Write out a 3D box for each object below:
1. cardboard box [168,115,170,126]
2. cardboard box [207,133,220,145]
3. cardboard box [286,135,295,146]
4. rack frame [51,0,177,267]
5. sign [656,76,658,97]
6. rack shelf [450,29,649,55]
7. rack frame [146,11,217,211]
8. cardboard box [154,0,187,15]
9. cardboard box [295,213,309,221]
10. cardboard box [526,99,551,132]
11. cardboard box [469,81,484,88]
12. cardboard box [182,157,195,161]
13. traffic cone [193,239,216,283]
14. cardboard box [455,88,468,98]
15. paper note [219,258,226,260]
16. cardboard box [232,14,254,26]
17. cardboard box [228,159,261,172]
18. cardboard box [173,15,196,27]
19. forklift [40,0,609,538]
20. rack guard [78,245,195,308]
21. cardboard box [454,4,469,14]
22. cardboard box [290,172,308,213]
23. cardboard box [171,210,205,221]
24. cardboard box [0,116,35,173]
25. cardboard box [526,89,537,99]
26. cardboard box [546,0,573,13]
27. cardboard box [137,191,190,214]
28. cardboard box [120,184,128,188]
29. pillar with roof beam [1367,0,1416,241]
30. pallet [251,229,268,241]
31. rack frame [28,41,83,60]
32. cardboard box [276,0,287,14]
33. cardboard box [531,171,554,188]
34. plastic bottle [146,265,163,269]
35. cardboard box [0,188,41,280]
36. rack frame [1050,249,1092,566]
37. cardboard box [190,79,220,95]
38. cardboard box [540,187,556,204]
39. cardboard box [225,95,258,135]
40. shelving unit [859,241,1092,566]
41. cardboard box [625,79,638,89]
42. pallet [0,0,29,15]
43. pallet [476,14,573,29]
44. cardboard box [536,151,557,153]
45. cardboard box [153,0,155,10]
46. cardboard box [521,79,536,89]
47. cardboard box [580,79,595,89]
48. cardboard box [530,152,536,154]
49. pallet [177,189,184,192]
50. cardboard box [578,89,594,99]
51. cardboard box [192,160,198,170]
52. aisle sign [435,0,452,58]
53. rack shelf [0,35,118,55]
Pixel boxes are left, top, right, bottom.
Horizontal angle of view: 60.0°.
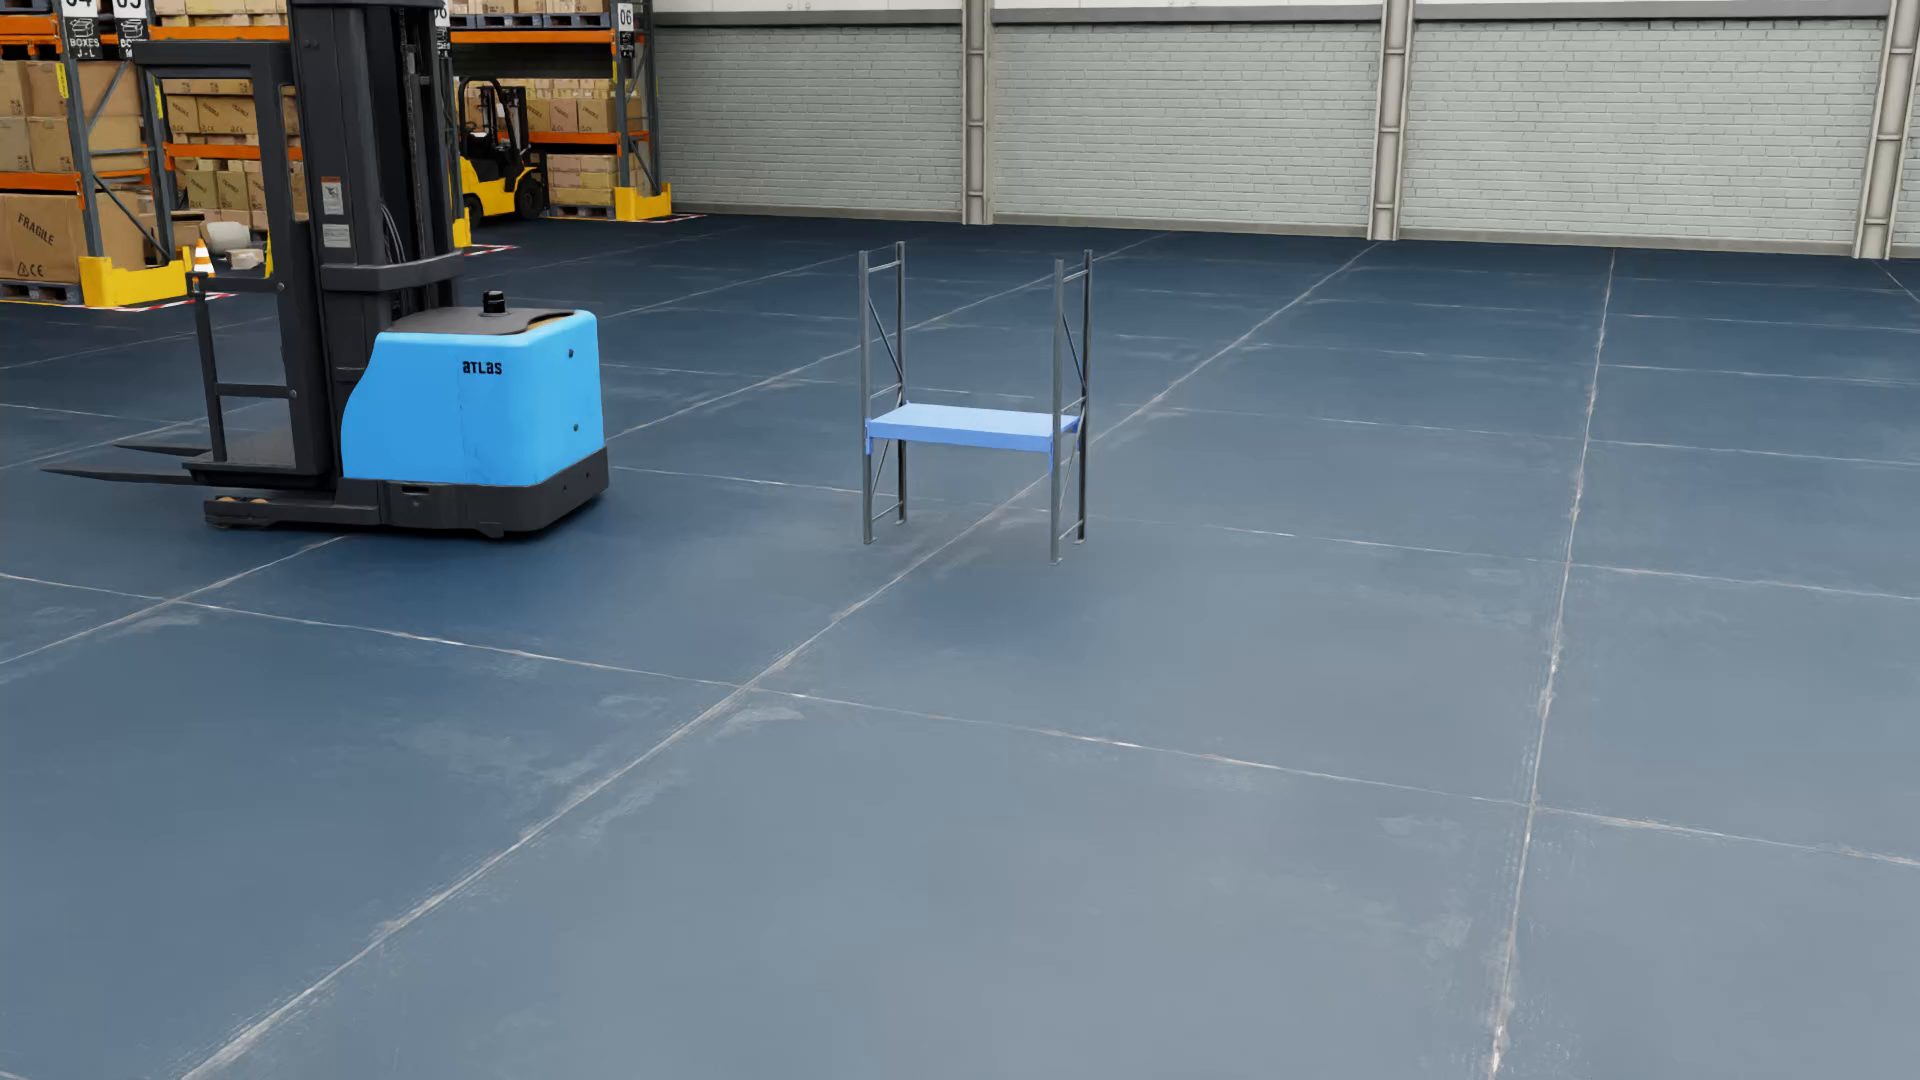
[{"bbox_3d":[-10.930,-5.866,23.198,0.250,0.149,0.380,7,17,21],"label":"cardboard box"},{"bbox_3d":[-9.844,-5.379,22.273,0.250,0.149,0.380,6,17,20],"label":"cardboard box"},{"bbox_3d":[-8.652,-5.261,21.867,0.250,0.149,0.380,6,17,21],"label":"cardboard box"},{"bbox_3d":[-8.533,-3.944,16.878,0.127,3.000,1.000,6,17,21],"label":"rack frame"},{"bbox_3d":[-4.784,-7.123,26.133,0.005,0.325,0.100,6,17,21],"label":"sign"},{"bbox_3d":[-6.854,-7.825,26.158,4.000,0.370,1.077,6,17,21],"label":"rack shelf"},{"bbox_3d":[-10.532,-5.647,22.745,0.127,3.000,1.000,6,17,21],"label":"rack frame"},{"bbox_3d":[-10.223,-7.042,21.906,0.500,0.250,0.500,6,17,19],"label":"cardboard box"},{"bbox_3d":[-8.630,-4.239,22.074,0.500,0.250,0.500,6,17,19],"label":"cardboard box"},{"bbox_3d":[-6.503,-6.664,26.067,0.500,0.500,0.500,6,17,20],"label":"cardboard box"},{"bbox_3d":[-7.557,-7.228,26.314,0.250,0.149,0.380,6,17,20],"label":"cardboard box"},{"bbox_3d":[-13.253,-6.661,28.806,0.250,0.149,0.380,5,17,18],"label":"cardboard box"},{"bbox_3d":[-8.506,-3.148,18.687,0.334,0.463,0.336,6,17,21],"label":"traffic cone"},{"bbox_3d":[-7.818,-7.103,26.419,0.250,0.149,0.380,7,17,22],"label":"cardboard box"},{"bbox_3d":[-9.156,-3.513,20.739,0.142,0.019,0.148,14,21,40],"label":"paper note"},{"bbox_3d":[-9.165,-6.717,21.500,0.250,0.149,0.380,6,17,20],"label":"cardboard box"},{"bbox_3d":[-9.509,-4.989,22.148,0.250,0.149,0.380,7,18,23],"label":"cardboard box"},{"bbox_3d":[-10.110,-6.829,21.888,0.250,0.149,0.380,6,17,21],"label":"cardboard box"},{"bbox_3d":[-3.565,-1.599,8.926,3.031,2.935,1.130,3,16,10],"label":"forklift"},{"bbox_3d":[-8.511,-2.741,17.218,0.348,0.500,1.175,6,17,21],"label":"rack guard"},{"bbox_3d":[-7.693,-8.301,26.025,0.250,0.149,0.380,7,18,22],"label":"cardboard box"},{"bbox_3d":[-8.606,-4.599,21.970,0.500,0.500,0.500,6,17,19],"label":"cardboard box"},{"bbox_3d":[-10.035,-3.985,21.500,0.500,0.500,0.500,-9,18,-27],"label":"cardboard box"},{"bbox_3d":[-9.415,-4.092,17.121,0.550,0.550,0.875,6,17,21],"label":"cardboard box"},{"bbox_3d":[-6.621,-6.973,25.969,0.250,0.149,0.380,6,17,21],"label":"cardboard box"},{"bbox_3d":[-6.111,-8.183,25.409,0.258,0.266,0.396,6,17,21],"label":"cardboard box"},{"bbox_3d":[-11.021,-4.640,23.235,0.625,0.372,0.950,7,17,21],"label":"cardboard box"},{"bbox_3d":[-14.827,-6.542,29.559,0.500,0.500,0.500,6,17,19],"label":"cardboard box"},{"bbox_3d":[4.273,-7.367,17.911,0.400,9.000,9.100,6,17,21],"label":"pillar with roof beam"},{"bbox_3d":[-8.756,-4.124,22.500,1.213,0.211,1.003,6,17,21],"label":"pallet"},{"bbox_3d":[-16.156,-7.753,29.999,0.127,3.000,1.000,6,17,21],"label":"rack frame"},{"bbox_3d":[-8.338,-6.835,21.193,0.500,0.250,0.500,7,18,22],"label":"cardboard box"},{"bbox_3d":[-6.511,-5.717,26.268,0.500,0.250,0.500,6,17,19],"label":"cardboard box"},{"bbox_3d":[-9.557,-3.203,19.597,0.283,0.061,0.133,0,16,1],"label":"plastic bottle"},{"bbox_3d":[-10.008,-3.267,17.603,0.875,0.875,0.875,6,17,20],"label":"cardboard box"},{"bbox_3d":[0.552,-0.660,8.255,0.032,1.500,0.500,6,17,21],"label":"rack frame"},{"bbox_3d":[-9.735,-6.159,22.002,0.500,0.500,0.700,6,17,21],"label":"cardboard box"},{"bbox_3d":[-6.468,-5.480,26.347,0.500,0.250,0.500,6,17,21],"label":"cardboard box"},{"bbox_3d":[-9.287,-5.620,21.941,0.500,0.500,0.500,6,17,20],"label":"cardboard box"},{"bbox_3d":[0.079,-0.712,8.434,1.048,1.500,0.538,6,17,21],"label":"shelving unit"},{"bbox_3d":[-5.227,-7.118,25.934,0.250,0.149,0.380,6,17,20],"label":"cardboard box"},{"bbox_3d":[-10.366,-5.539,17.152,1.213,0.211,1.003,6,17,21],"label":"pallet"},{"bbox_3d":[-6.780,-8.127,26.066,1.213,0.211,1.003,6,17,21],"label":"pallet"},{"bbox_3d":[-6.773,-6.143,26.840,0.500,0.250,0.500,6,17,20],"label":"cardboard box"},{"bbox_3d":[-11.129,-7.239,22.365,0.500,0.250,0.500,6,17,20],"label":"cardboard box"},{"bbox_3d":[-6.628,-7.114,25.923,0.250,0.149,0.380,7,17,22],"label":"cardboard box"},{"bbox_3d":[-5.645,-7.027,25.622,0.250,0.149,0.380,6,17,21],"label":"cardboard box"},{"bbox_3d":[-6.955,-6.007,26.369,0.500,0.250,0.500,6,17,20],"label":"cardboard box"},{"bbox_3d":[-13.116,-6.091,29.276,1.213,0.211,1.003,6,17,21],"label":"pallet"},{"bbox_3d":[-5.667,-6.866,25.602,0.250,0.149,0.380,7,17,22],"label":"cardboard box"},{"bbox_3d":[-12.908,-6.333,28.837,0.500,0.500,0.500,7,18,22],"label":"cardboard box"},{"bbox_3d":[-6.640,-6.560,21.228,0.004,0.787,0.394,6,17,21],"label":"aisle sign"},{"bbox_3d":[-12.393,-6.947,23.132,4.000,0.370,1.077,6,17,21],"label":"rack shelf"}]
